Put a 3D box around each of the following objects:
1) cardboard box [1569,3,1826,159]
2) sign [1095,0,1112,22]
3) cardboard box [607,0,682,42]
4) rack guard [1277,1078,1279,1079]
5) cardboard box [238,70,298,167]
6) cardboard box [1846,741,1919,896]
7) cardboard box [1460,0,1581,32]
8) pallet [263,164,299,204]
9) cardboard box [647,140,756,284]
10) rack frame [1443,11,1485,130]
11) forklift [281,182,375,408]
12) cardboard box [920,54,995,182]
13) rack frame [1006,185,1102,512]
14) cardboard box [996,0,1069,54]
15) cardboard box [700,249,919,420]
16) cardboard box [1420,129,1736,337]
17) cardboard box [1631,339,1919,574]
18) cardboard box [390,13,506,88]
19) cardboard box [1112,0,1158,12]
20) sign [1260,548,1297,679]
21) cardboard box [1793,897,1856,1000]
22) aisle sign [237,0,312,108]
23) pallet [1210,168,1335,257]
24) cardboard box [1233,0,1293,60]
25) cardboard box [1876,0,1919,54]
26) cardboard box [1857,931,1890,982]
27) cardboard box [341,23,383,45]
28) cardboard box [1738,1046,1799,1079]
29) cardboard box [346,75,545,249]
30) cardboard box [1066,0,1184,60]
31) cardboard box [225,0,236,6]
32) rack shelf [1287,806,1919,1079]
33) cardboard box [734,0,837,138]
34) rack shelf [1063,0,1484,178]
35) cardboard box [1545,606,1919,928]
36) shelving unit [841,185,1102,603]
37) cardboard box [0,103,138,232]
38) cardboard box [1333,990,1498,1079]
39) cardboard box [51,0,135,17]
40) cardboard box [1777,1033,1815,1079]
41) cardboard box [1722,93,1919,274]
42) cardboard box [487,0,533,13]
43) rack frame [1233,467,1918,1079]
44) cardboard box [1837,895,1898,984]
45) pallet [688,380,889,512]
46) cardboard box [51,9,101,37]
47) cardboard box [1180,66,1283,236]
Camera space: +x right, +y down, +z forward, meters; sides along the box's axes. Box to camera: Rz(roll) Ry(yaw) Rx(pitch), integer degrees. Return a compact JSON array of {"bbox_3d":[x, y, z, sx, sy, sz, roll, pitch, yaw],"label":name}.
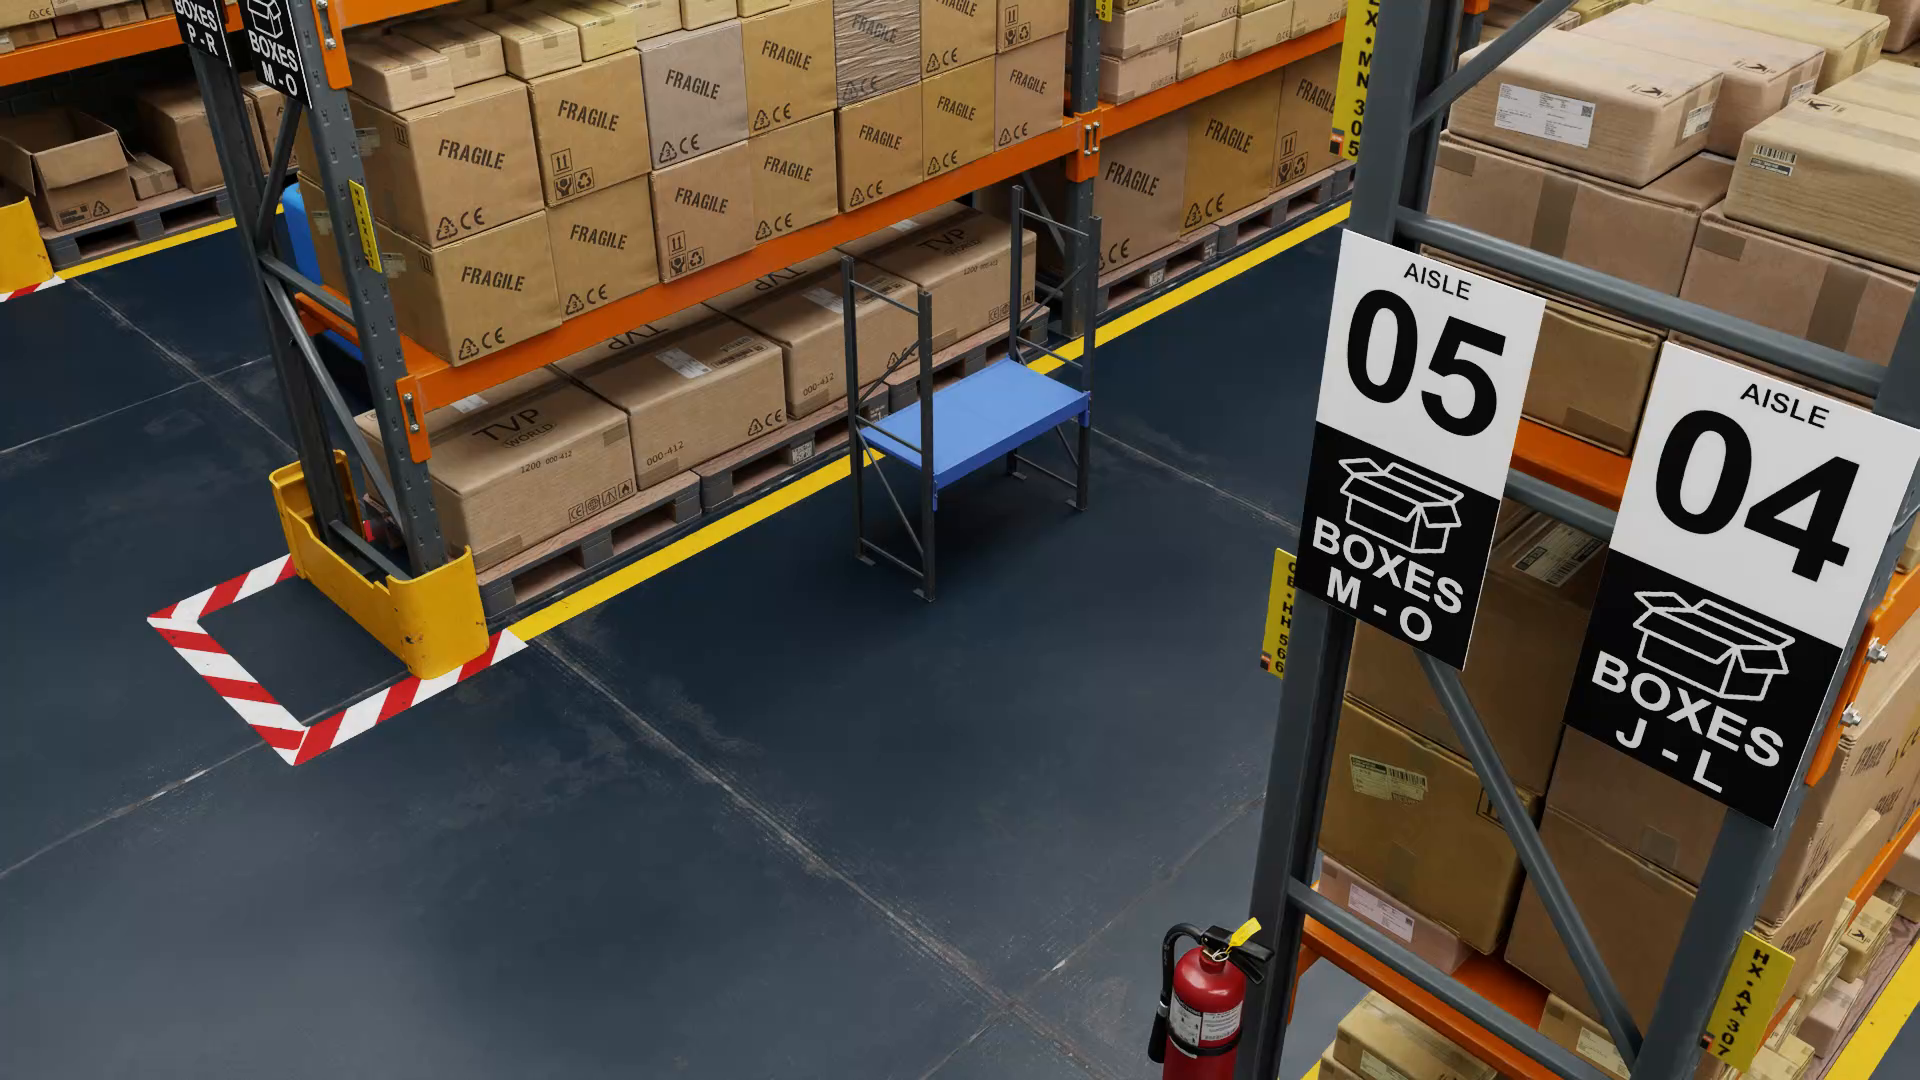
[{"bbox_3d":[1.341,-0.853,3.075,0.250,0.149,0.380,-29,44,-35],"label":"cardboard box"},{"bbox_3d":[0.717,-2.736,8.224,0.100,0.325,0.005,30,45,35],"label":"sign"},{"bbox_3d":[-1.331,-2.133,6.658,0.250,0.149,0.380,-29,44,-35],"label":"cardboard box"},{"bbox_3d":[1.141,2.001,4.444,1.175,0.500,0.348,30,45,35],"label":"rack guard"},{"bbox_3d":[-4.450,-2.809,10.974,0.500,0.500,0.500,-29,44,-35],"label":"cardboard box"},{"bbox_3d":[1.959,0.545,3.999,0.500,0.500,0.500,30,45,35],"label":"cardboard box"},{"bbox_3d":[4.059,-3.817,12.532,0.950,0.372,0.625,29,44,35],"label":"cardboard box"},{"bbox_3d":[-4.548,-2.650,11.366,1.003,0.211,1.213,30,45,35],"label":"pallet"},{"bbox_3d":[-1.247,-1.483,7.167,0.500,0.500,0.500,29,44,35],"label":"cardboard box"},{"bbox_3d":[3.140,-4.195,11.143,1.000,3.000,0.127,30,45,35],"label":"rack frame"},{"bbox_3d":[-2.056,-2.499,8.771,3.031,2.935,1.130,-28,44,-34],"label":"forklift"},{"bbox_3d":[-0.182,-2.110,8.066,0.500,0.500,0.500,28,44,34],"label":"cardboard box"},{"bbox_3d":[0.418,-0.856,7.667,0.500,1.500,0.032,30,45,35],"label":"rack frame"},{"bbox_3d":[0.185,-2.719,8.066,0.500,0.500,0.500,29,44,35],"label":"cardboard box"},{"bbox_3d":[-0.827,-1.117,8.602,0.875,0.438,0.875,28,44,34],"label":"cardboard box"},{"bbox_3d":[1.231,-0.657,3.141,0.500,0.250,0.500,28,44,34],"label":"cardboard box"},{"bbox_3d":[1.585,-0.241,2.983,0.500,0.250,0.500,-28,44,-34],"label":"cardboard box"},{"bbox_3d":[-1.916,-1.832,6.226,0.250,0.149,0.380,-29,44,-35],"label":"cardboard box"},{"bbox_3d":[0.836,-3.085,8.590,0.500,0.500,0.500,-29,44,-35],"label":"cardboard box"},{"bbox_3d":[0.708,0.170,3.595,0.100,0.325,0.005,30,45,35],"label":"sign"},{"bbox_3d":[1.926,0.903,4.053,0.380,0.149,0.250,28,44,34],"label":"cardboard box"},{"bbox_3d":[-2.342,-1.868,5.533,0.394,0.787,0.004,30,45,35],"label":"aisle sign"},{"bbox_3d":[1.671,-2.269,10.818,1.003,0.211,1.213,30,45,35],"label":"pallet"},{"bbox_3d":[1.555,-2.994,9.552,0.500,0.250,0.500,29,44,35],"label":"cardboard box"},{"bbox_3d":[1.867,-1.179,3.541,0.380,0.149,0.250,28,44,34],"label":"cardboard box"},{"bbox_3d":[2.764,1.287,5.408,0.380,0.149,0.250,30,45,35],"label":"cardboard box"},{"bbox_3d":[-2.386,-1.891,6.311,0.250,0.149,0.380,-29,44,-35],"label":"cardboard box"},{"bbox_3d":[2.075,1.473,4.621,0.380,0.149,0.250,29,44,35],"label":"cardboard box"},{"bbox_3d":[-1.956,-1.479,6.286,0.500,0.500,0.500,28,44,34],"label":"cardboard box"},{"bbox_3d":[0.832,-2.780,8.808,0.500,0.250,0.500,28,44,34],"label":"cardboard box"},{"bbox_3d":[-4.652,-3.369,10.178,0.380,0.149,0.250,28,44,34],"label":"cardboard box"},{"bbox_3d":[2.496,0.490,5.054,1.077,0.370,4.000,30,45,35],"label":"rack shelf"},{"bbox_3d":[-0.889,-2.106,7.186,0.500,0.500,0.500,-30,45,-35],"label":"cardboard box"},{"bbox_3d":[1.731,-3.088,10.184,1.077,0.370,4.000,30,45,35],"label":"rack shelf"},{"bbox_3d":[1.592,0.358,3.393,0.500,0.500,0.500,29,44,35],"label":"cardboard box"},{"bbox_3d":[0.060,-0.650,7.371,0.538,1.500,1.048,30,45,35],"label":"shelving unit"},{"bbox_3d":[-5.524,-2.305,10.248,0.797,0.503,0.637,28,43,34],"label":"cardboard box"},{"bbox_3d":[1.280,1.443,4.664,0.250,0.149,0.380,-29,44,-35],"label":"cardboard box"},{"bbox_3d":[-5.156,-3.287,9.712,0.500,0.250,0.500,-29,44,-35],"label":"cardboard box"},{"bbox_3d":[2.239,1.489,4.858,0.250,0.149,0.380,-28,44,-34],"label":"cardboard box"},{"bbox_3d":[1.477,-0.570,2.669,0.380,0.149,0.250,29,44,35],"label":"cardboard box"},{"bbox_3d":[-1.895,-2.228,6.794,0.250,0.149,0.380,-29,44,-35],"label":"cardboard box"},{"bbox_3d":[1.087,1.007,3.684,1.000,3.000,0.127,30,45,35],"label":"rack frame"},{"bbox_3d":[2.611,1.142,5.096,0.250,0.149,0.380,-29,44,-35],"label":"cardboard box"},{"bbox_3d":[-1.129,-0.653,8.501,1.003,0.211,1.213,30,45,35],"label":"pallet"},{"bbox_3d":[-5.289,-3.109,9.805,0.380,0.149,0.250,29,44,35],"label":"cardboard box"},{"bbox_3d":[1.333,-2.526,10.240,0.875,0.875,0.875,-29,44,-34],"label":"cardboard box"}]
